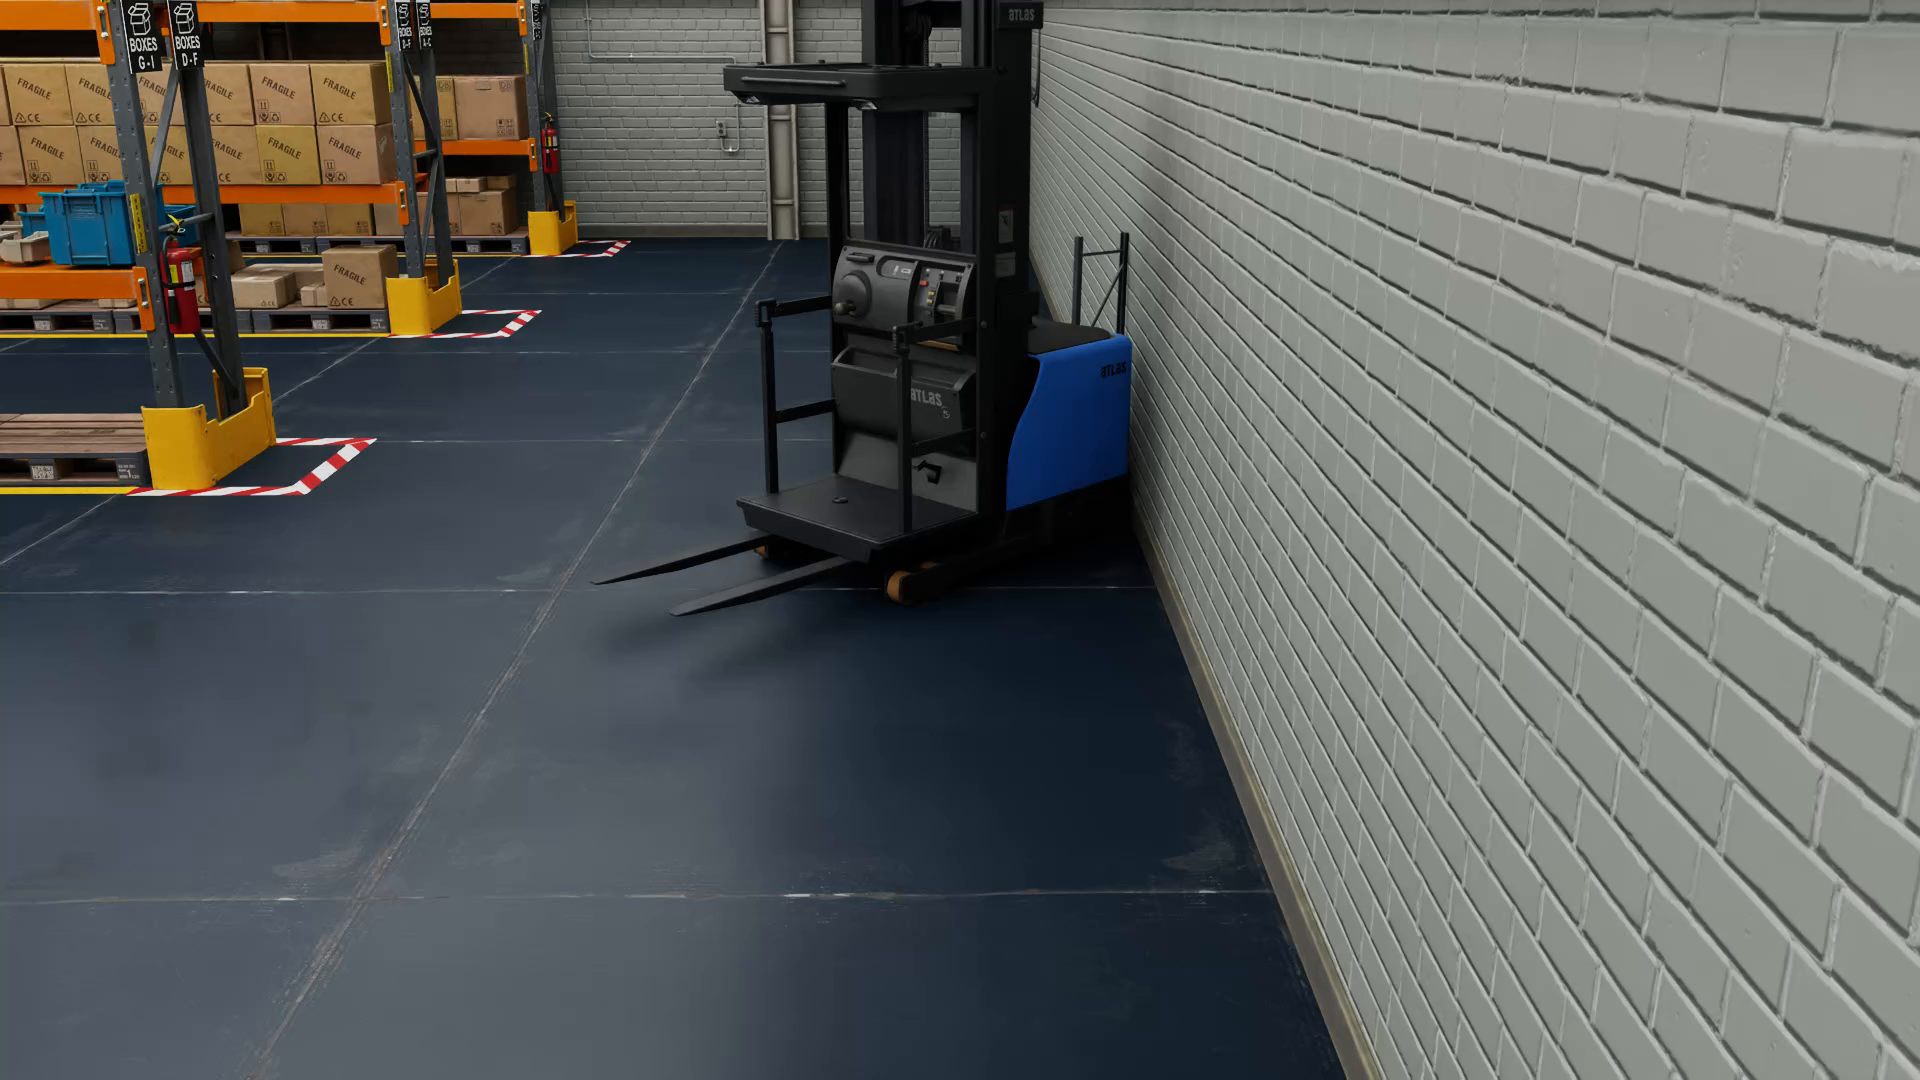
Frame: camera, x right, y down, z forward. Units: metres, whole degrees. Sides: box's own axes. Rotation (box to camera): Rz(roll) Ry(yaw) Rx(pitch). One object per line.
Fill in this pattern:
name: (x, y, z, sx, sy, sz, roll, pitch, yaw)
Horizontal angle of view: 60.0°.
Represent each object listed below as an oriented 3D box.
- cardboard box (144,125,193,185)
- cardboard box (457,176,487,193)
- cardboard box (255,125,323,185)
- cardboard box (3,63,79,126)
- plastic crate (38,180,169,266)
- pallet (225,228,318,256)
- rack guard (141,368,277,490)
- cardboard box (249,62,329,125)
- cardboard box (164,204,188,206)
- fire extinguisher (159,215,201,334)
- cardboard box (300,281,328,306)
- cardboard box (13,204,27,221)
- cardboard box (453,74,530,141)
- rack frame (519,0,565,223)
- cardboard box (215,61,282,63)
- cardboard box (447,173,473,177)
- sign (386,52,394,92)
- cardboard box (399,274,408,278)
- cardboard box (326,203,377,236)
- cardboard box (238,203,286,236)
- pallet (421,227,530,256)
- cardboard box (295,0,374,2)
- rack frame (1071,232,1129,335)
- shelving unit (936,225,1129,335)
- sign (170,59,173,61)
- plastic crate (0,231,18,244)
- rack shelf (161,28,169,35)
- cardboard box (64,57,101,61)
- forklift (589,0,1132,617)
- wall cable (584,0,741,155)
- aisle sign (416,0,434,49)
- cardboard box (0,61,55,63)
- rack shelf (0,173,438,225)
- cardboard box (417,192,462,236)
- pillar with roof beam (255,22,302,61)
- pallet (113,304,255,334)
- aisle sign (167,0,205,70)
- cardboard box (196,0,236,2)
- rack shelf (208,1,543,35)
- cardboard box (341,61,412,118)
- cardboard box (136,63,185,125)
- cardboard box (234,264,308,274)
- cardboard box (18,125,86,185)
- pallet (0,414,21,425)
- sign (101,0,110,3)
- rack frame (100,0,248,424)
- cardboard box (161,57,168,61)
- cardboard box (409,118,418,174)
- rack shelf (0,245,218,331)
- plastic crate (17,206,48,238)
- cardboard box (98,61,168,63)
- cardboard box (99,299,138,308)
cardboard box: (-6.764, -3.370, 14.480, 0.500, 0.500, 0.500, -1, 18, -2)
cardboard box: (-5.705, -4.156, 19.435, 0.250, 0.149, 0.380, 0, 18, -2)
cardboard box: (-5.762, -3.373, 14.489, 0.500, 0.500, 0.500, 0, 18, 0)
cardboard box: (-7.808, -3.838, 14.301, 0.500, 0.500, 0.500, -1, 18, -3)
plastic crate: (-5.057, -1.889, 9.868, 0.499, 0.435, 0.616, 0, 18, -1)
pallet: (-8.119, -3.560, 19.801, 1.213, 0.211, 1.003, 0, 18, -1)
rack guard: (-4.701, -0.716, 10.460, 0.348, 0.500, 1.175, 0, 18, -1)
cardboard box: (-5.745, -3.850, 14.337, 0.500, 0.500, 0.500, 0, 18, 1)
cardboard box: (-9.529, -4.042, 19.569, 0.750, 0.750, 0.750, 0, 18, 0)
fire extinguisher: (-4.567, -1.549, 9.704, 0.183, 0.674, 0.296, 0, 18, -1)
cardboard box: (-5.746, -2.223, 14.984, 0.250, 0.166, 0.380, 0, 18, -1)
cardboard box: (-11.267, -4.031, 19.535, 0.750, 0.750, 0.750, 0, 18, -1)
cardboard box: (-5.391, -5.065, 19.435, 0.700, 0.700, 0.980, 1, 18, 2)
rack frame: (-4.881, -4.928, 19.498, 0.127, 3.000, 1.000, 0, 18, -1)
cardboard box: (-6.270, -4.011, 14.840, 0.500, 0.500, 0.500, 0, 18, 0)
cardboard box: (-5.964, -4.271, 19.795, 0.250, 0.149, 0.380, 0, 18, -1)
sign: (-4.811, -3.947, 14.028, 0.005, 0.325, 0.100, 0, 18, -1)
cardboard box: (-5.224, -2.370, 15.471, 0.250, 0.149, 0.380, 0, 18, -1)
cardboard box: (-7.116, -3.894, 19.679, 0.500, 0.500, 0.700, 0, 18, 0)
cardboard box: (-8.132, -3.890, 19.669, 0.500, 0.500, 0.700, 0, 18, 0)
pallet: (-5.680, -3.572, 19.837, 1.213, 0.211, 1.003, 0, 18, -1)
cardboard box: (-5.309, -4.689, 14.088, 0.500, 0.250, 0.500, 0, 18, -1)
rack frame: (0.796, -1.017, 9.671, 0.032, 1.500, 0.500, 13, 19, 38)
shelving unit: (0.404, -1.108, 9.981, 1.048, 1.500, 0.538, 13, 19, 38)
sign: (-8.863, -5.256, 18.757, 0.005, 0.325, 0.100, 0, 18, -1)
plastic crate: (-5.828, -1.749, 9.922, 0.243, 0.136, 0.396, 0, 18, -1)
rack shelf: (-10.881, -5.984, 19.060, 4.000, 0.370, 1.077, 0, 18, -1)
cardboard box: (-9.855, -5.384, 19.010, 0.500, 0.250, 0.500, 0, 18, 0)
forklift: (-0.436, -1.257, 8.167, 1.130, 2.935, 3.031, 16, 24, 41)
wall cable: (-3.616, -5.707, 20.263, 1.851, 1.984, 0.084, 0, 18, -1)
aisle sign: (-4.736, -4.743, 14.665, 0.004, 0.787, 0.394, 0, 18, -1)
cardboard box: (-8.298, -4.001, 14.808, 0.500, 0.500, 0.500, 0, 18, -1)
rack shelf: (-6.799, -3.063, 14.862, 4.000, 0.370, 1.077, 0, 18, -1)
cardboard box: (-6.080, -3.901, 19.702, 0.500, 0.500, 0.700, 0, 18, -1)
pillar with roof beam: (-8.127, -6.718, 15.257, 0.400, 9.000, 9.100, 0, 18, -1)
pallet: (-6.889, -2.077, 15.178, 1.213, 0.211, 1.003, 0, 18, -1)
aisle sign: (-4.658, -3.231, 9.952, 0.004, 0.787, 0.394, 0, 18, -1)
cardboard box: (-6.309, -4.683, 14.071, 0.500, 0.250, 0.500, 0, 18, -1)
rack shelf: (-6.881, -6.004, 19.120, 4.000, 0.370, 1.077, 0, 18, -1)
cardboard box: (-5.247, -4.017, 14.858, 0.500, 0.500, 0.500, 0, 18, 1)
cardboard box: (-6.777, -3.843, 14.317, 0.500, 0.500, 0.500, 0, 18, 1)
cardboard box: (-6.348, -2.394, 15.381, 0.500, 0.250, 0.500, 0, 18, -1)
cardboard box: (-7.773, -3.366, 14.465, 0.500, 0.500, 0.500, 0, 18, 0)
pallet: (-6.767, -0.577, 10.501, 1.213, 0.211, 1.003, 0, 18, -1)
sign: (-4.700, -3.112, 9.100, 0.005, 0.325, 0.100, 0, 18, -1)
rack frame: (-4.725, -1.902, 10.066, 0.127, 3.000, 1.000, 0, 18, -1)
cardboard box: (-9.344, -5.384, 19.009, 0.500, 0.250, 0.500, 0, 18, 0)
cardboard box: (-5.247, -3.541, 15.011, 0.500, 0.500, 0.500, 0, 18, 0)
rack shelf: (-6.725, -1.550, 10.145, 4.000, 0.370, 1.077, 0, 18, -1)
plastic crate: (-5.635, -1.947, 10.382, 0.300, 0.233, 0.416, 0, 18, -1)
cardboard box: (-7.281, -4.006, 14.825, 0.500, 0.500, 0.500, 0, 18, 0)
cardboard box: (-7.511, -2.199, 14.910, 0.250, 0.166, 0.380, 0, 18, -1)
